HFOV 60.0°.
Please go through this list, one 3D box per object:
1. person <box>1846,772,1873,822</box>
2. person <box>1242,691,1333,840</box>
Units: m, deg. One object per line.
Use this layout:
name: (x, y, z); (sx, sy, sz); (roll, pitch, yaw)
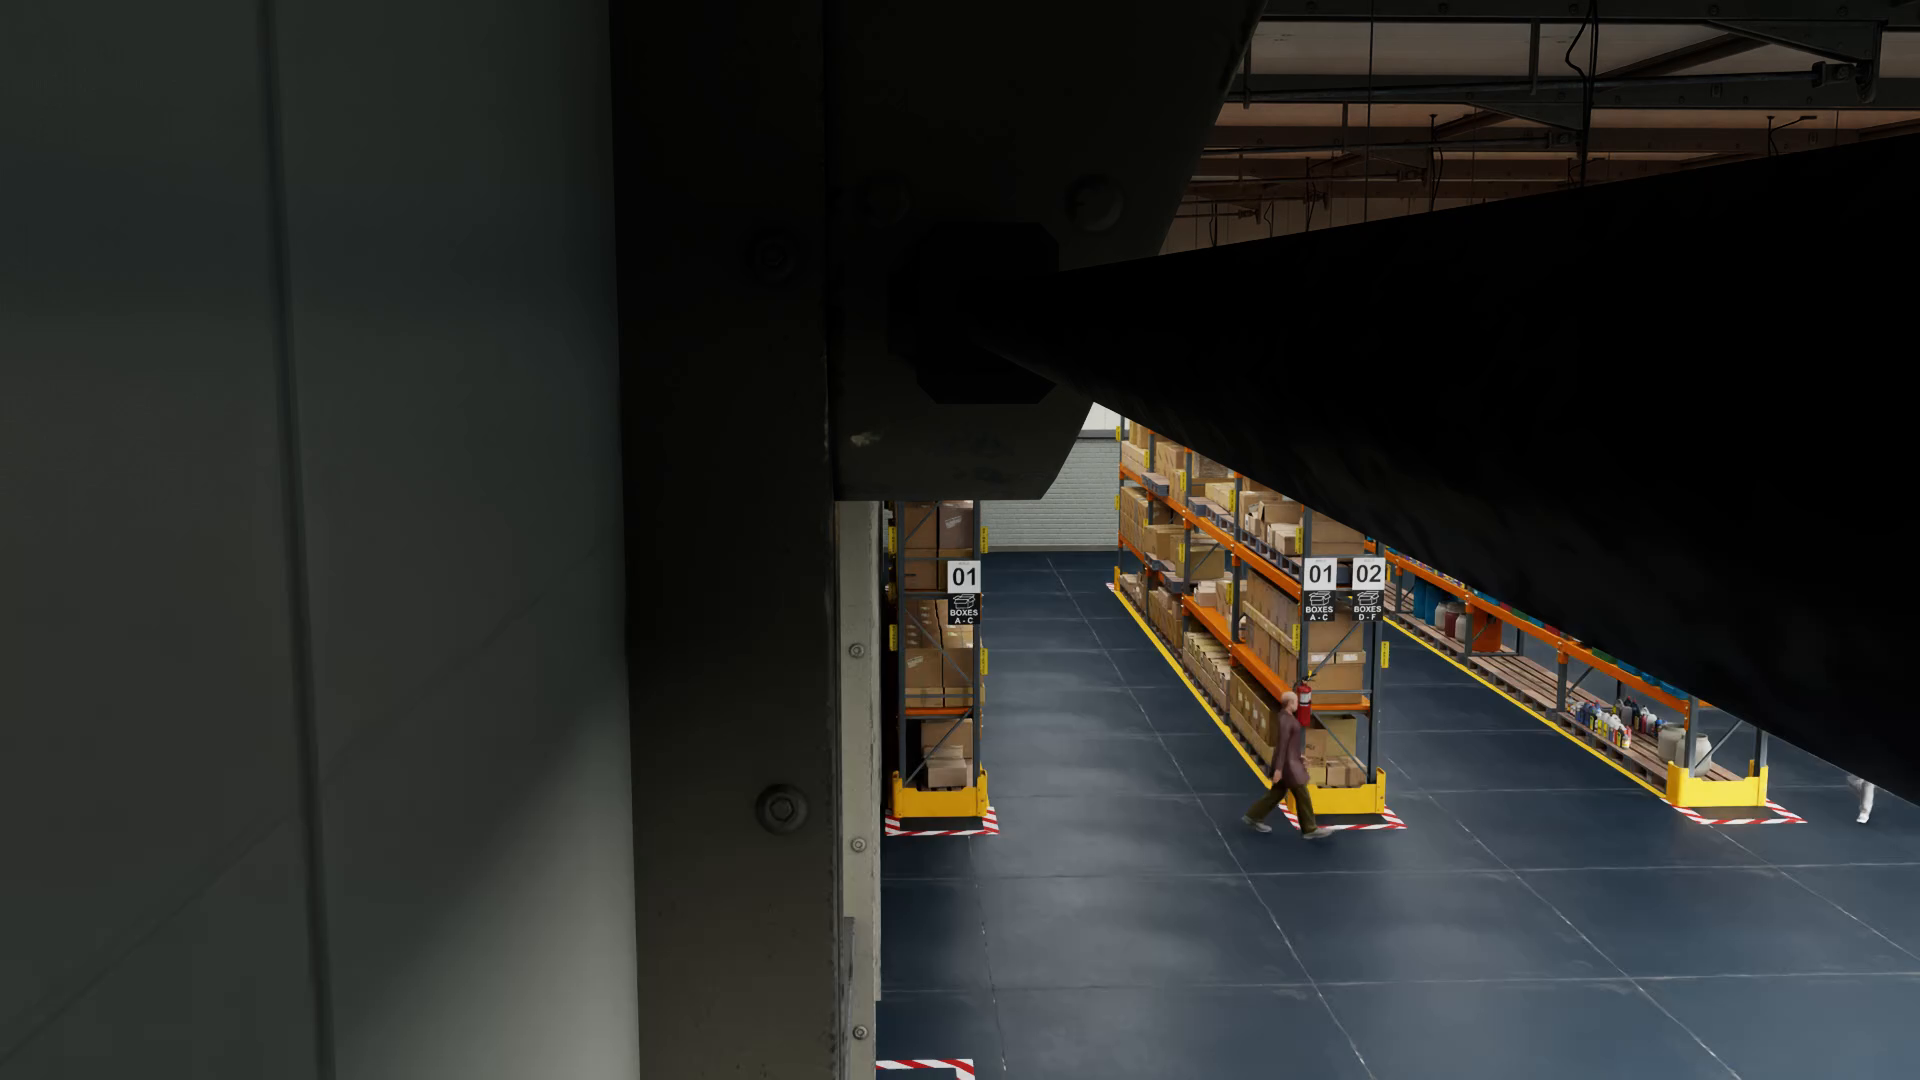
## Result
person: (11.082, 2.625, 20.269); (0.525, 1.586, 0.413); (-7, 11, -41)
person: (3.886, 2.653, 19.681); (0.997, 1.751, 0.603); (0, 8, -1)
